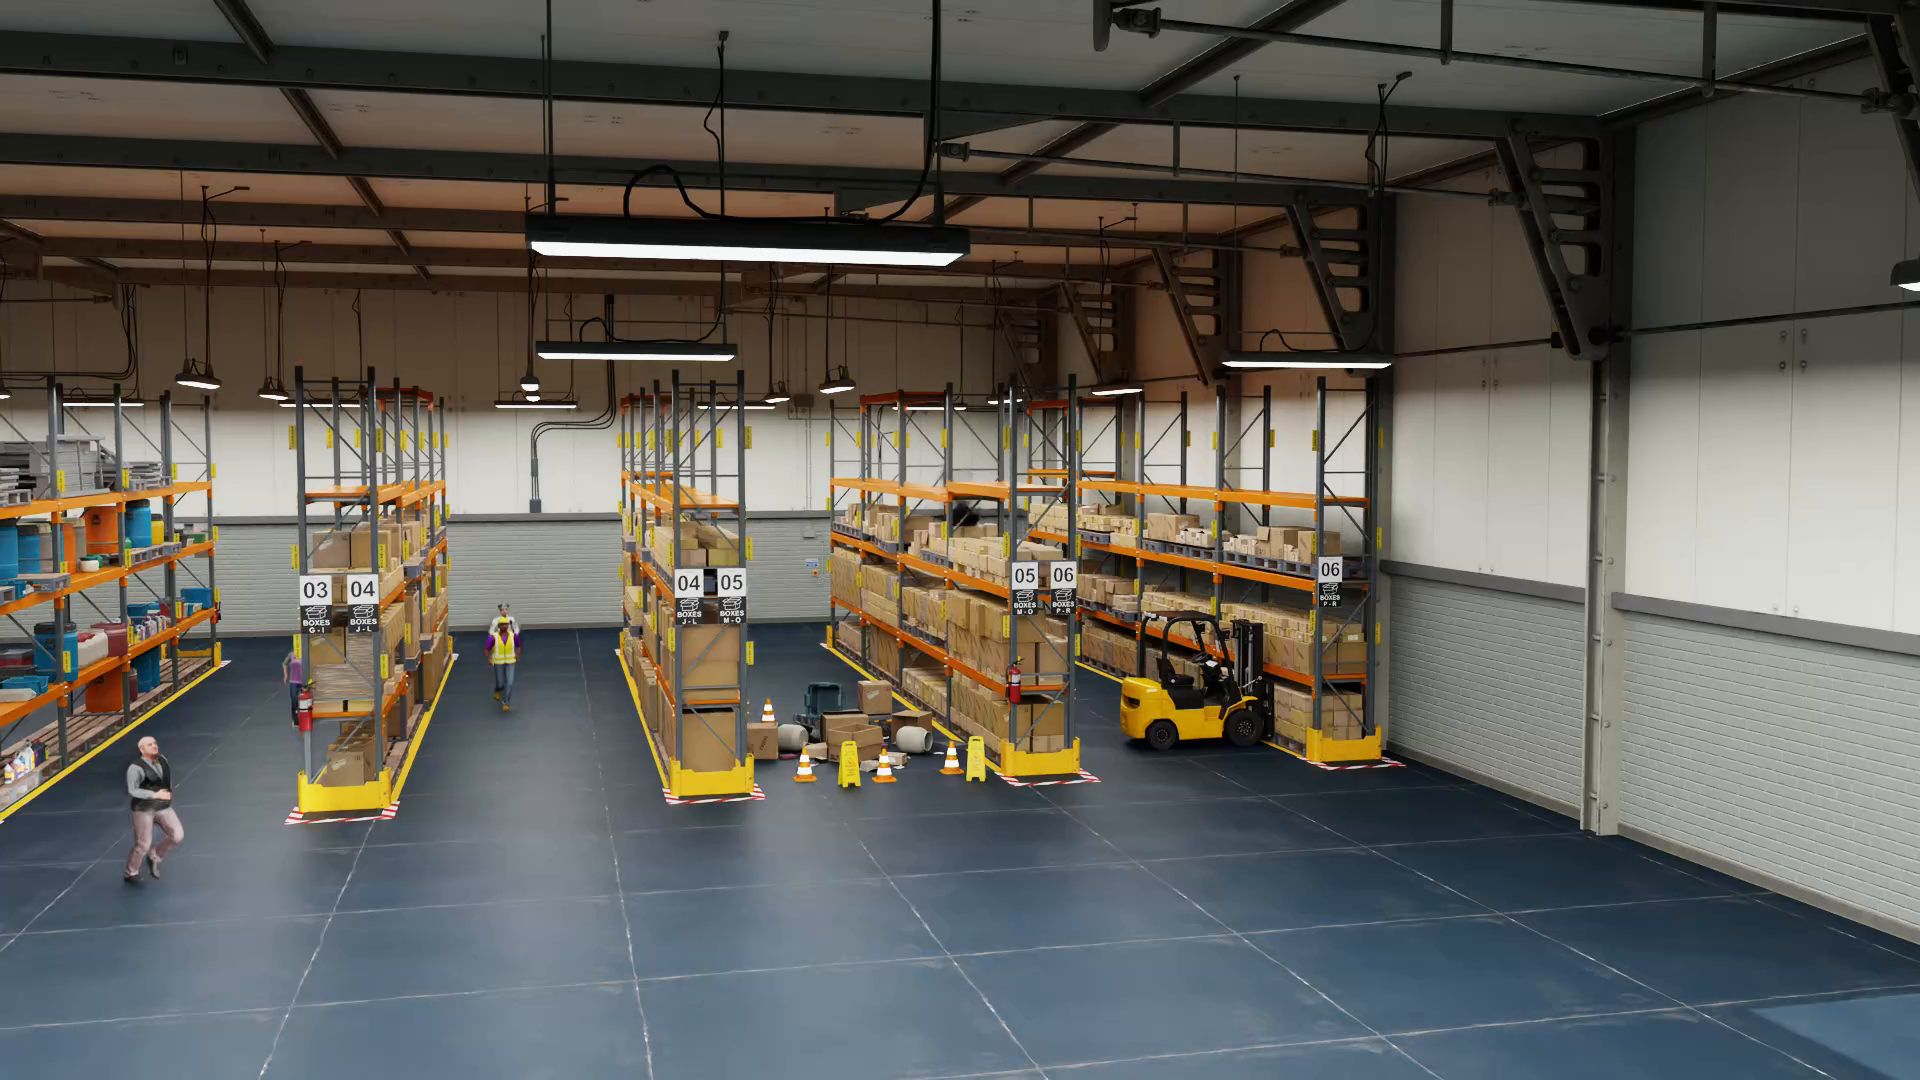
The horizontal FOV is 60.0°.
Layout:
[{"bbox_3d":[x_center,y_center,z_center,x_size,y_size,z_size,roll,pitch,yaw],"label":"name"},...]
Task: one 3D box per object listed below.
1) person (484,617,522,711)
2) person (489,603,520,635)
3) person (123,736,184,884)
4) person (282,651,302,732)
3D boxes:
[{"bbox_3d":[-8.483,2.296,30.955,0.699,1.725,0.701,-2,4,-25],"label":"person"},{"bbox_3d":[-9.431,2.131,34.444,0.617,1.671,0.661,-1,4,-21],"label":"person"},{"bbox_3d":[-9.052,3.060,18.679,0.789,1.600,0.673,2,4,25],"label":"person"},{"bbox_3d":[-11.387,2.472,28.654,0.510,1.567,0.676,-2,4,-24],"label":"person"}]
